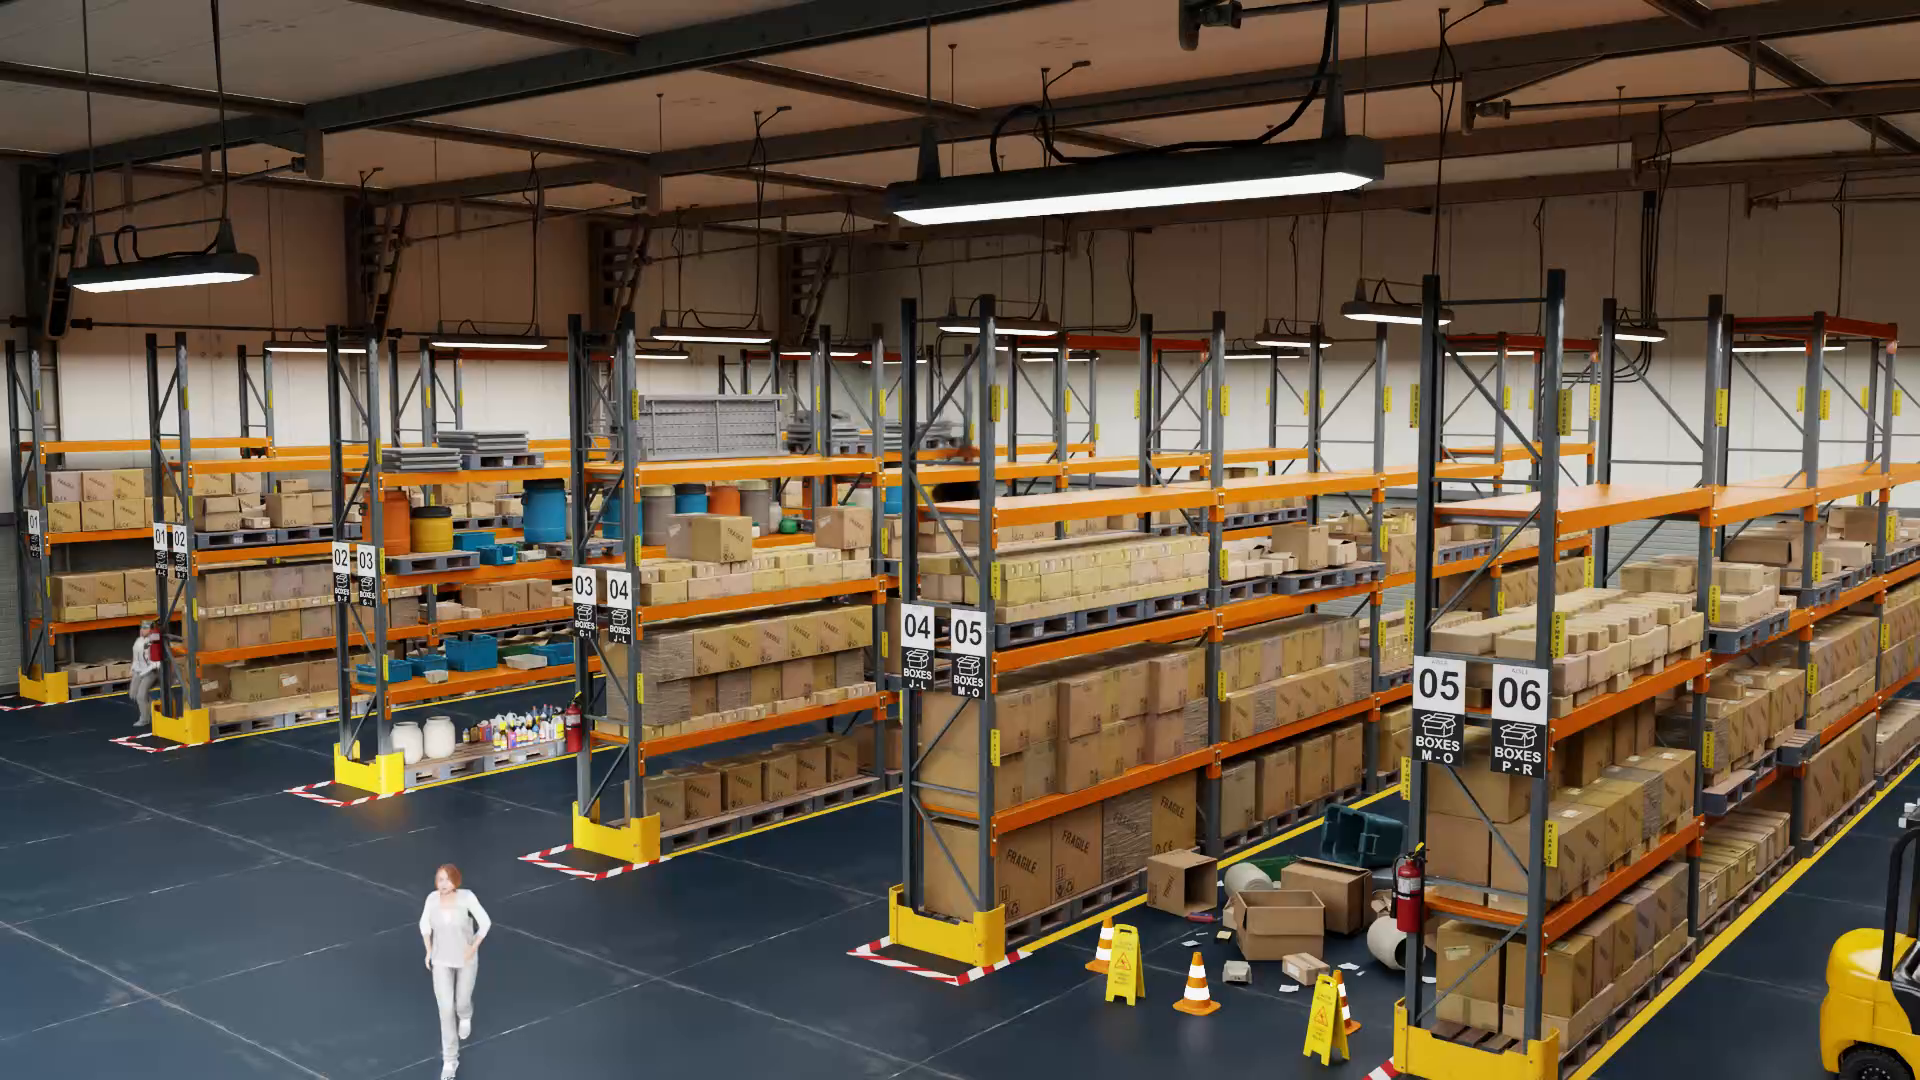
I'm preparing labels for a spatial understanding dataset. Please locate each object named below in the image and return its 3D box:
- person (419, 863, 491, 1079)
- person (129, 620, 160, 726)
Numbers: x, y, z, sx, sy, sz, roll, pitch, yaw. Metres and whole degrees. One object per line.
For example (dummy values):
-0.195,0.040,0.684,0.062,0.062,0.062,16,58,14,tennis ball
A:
-3.861,3.230,12.744,0.538,1.607,0.752,-1,5,-9,person
-12.555,2.052,25.734,0.634,1.674,0.545,2,5,18,person
